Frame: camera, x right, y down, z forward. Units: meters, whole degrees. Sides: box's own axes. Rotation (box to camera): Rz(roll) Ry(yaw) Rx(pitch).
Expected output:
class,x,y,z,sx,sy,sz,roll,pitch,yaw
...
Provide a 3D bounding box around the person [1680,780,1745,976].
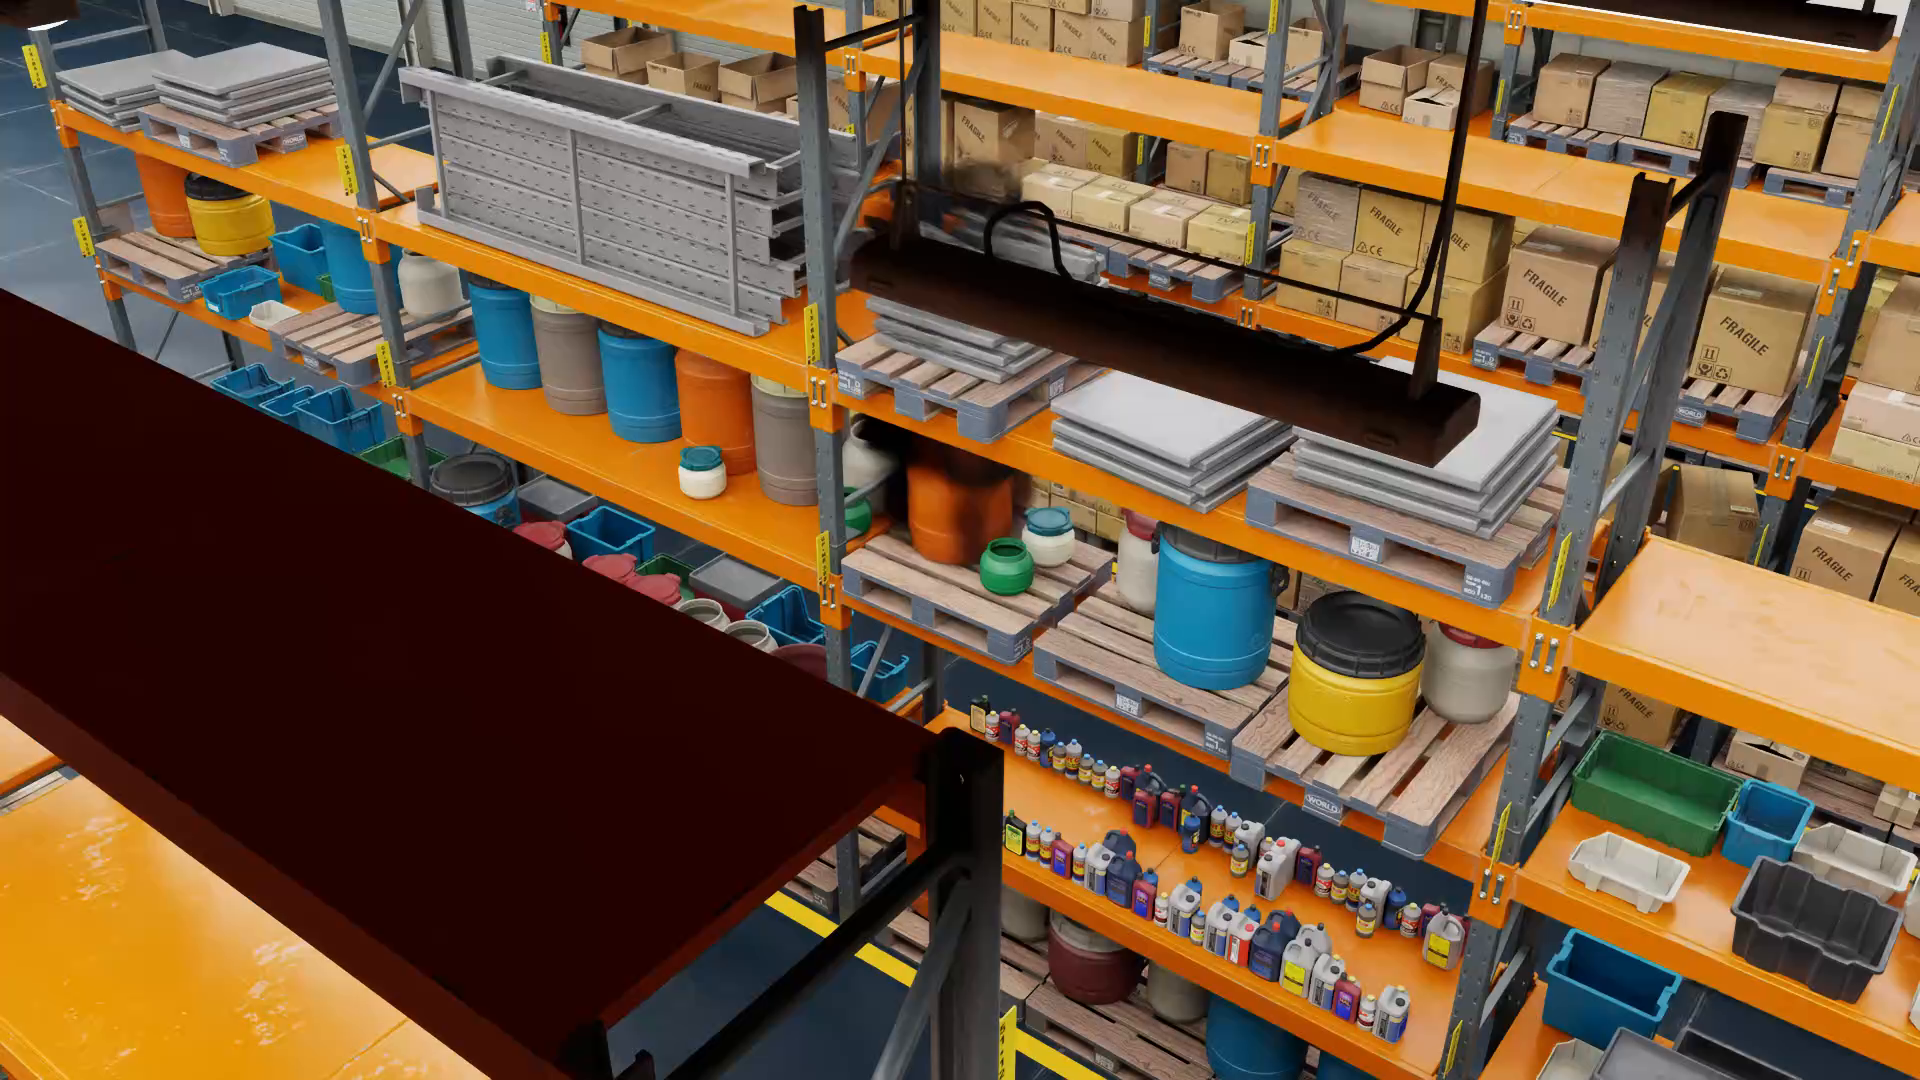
class,x,y,z,sx,sy,sz,roll,pitch,yaw
person,4.956,2.226,10.136,1.009,1.625,0.611,14,34,22
